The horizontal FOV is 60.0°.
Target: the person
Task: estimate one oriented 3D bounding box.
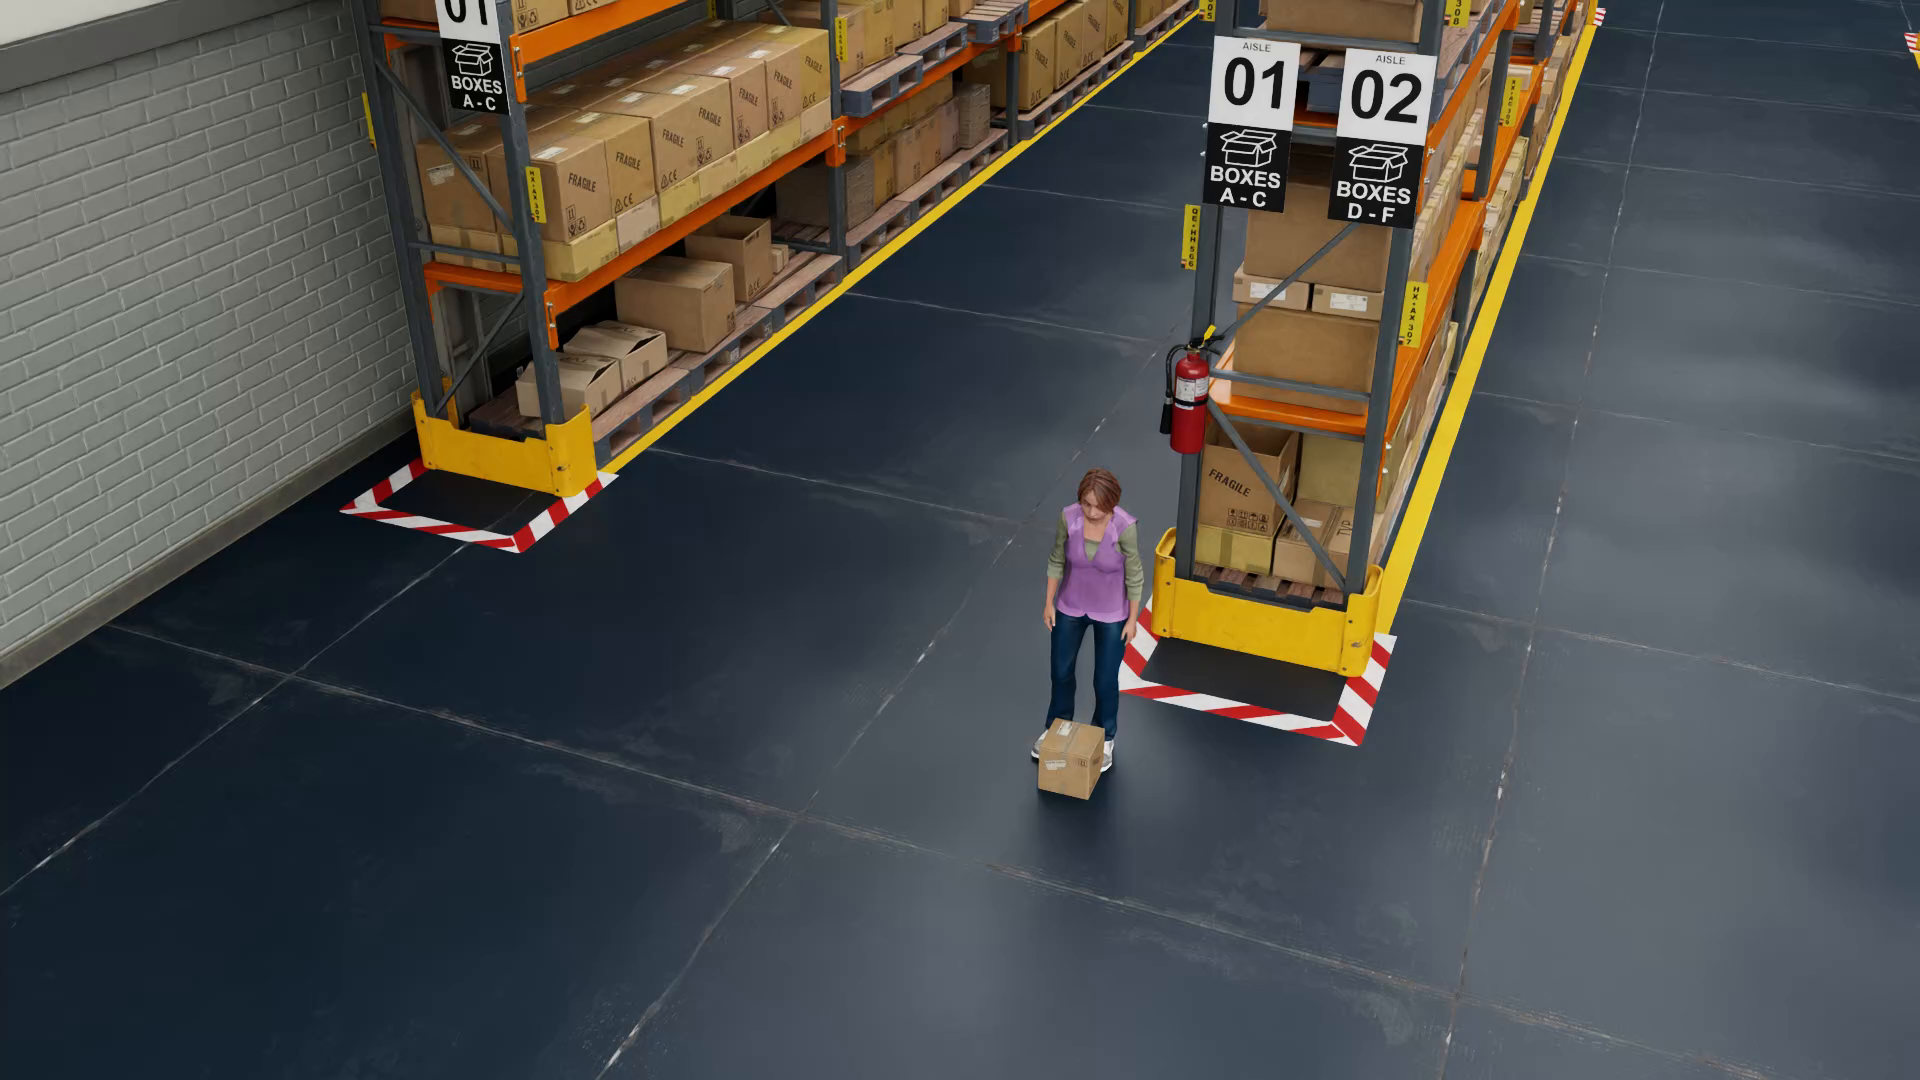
[{"bbox_3d":[0.612,0.350,7.793,0.472,1.590,0.347,10,32,17],"label":"person"}]
